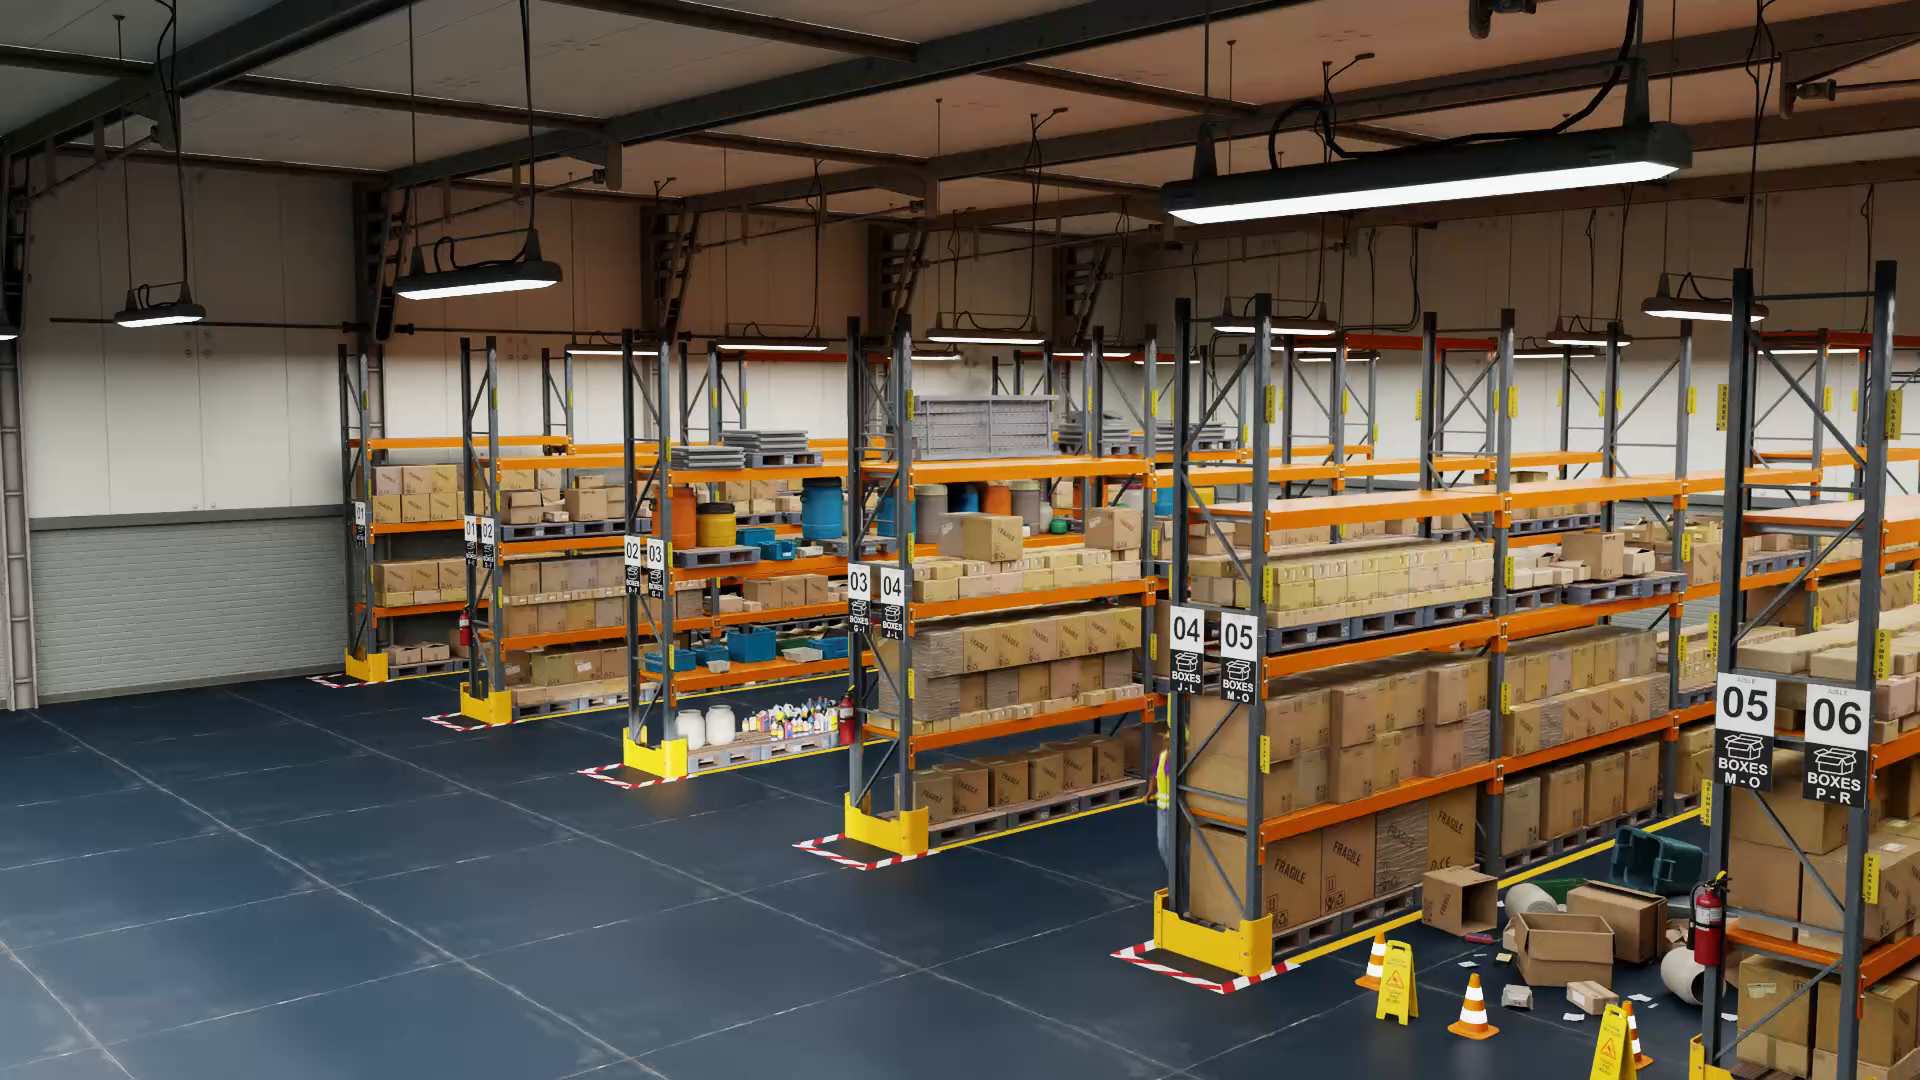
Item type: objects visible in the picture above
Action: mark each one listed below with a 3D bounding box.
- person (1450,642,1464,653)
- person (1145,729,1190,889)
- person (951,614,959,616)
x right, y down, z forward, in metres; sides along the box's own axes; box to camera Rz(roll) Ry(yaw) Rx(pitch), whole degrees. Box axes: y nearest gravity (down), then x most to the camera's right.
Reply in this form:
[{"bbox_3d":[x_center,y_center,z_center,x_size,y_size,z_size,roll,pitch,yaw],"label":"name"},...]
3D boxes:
[{"bbox_3d":[7.037,2.210,23.586,0.956,1.684,0.566,-5,7,-43],"label":"person"},{"bbox_3d":[2.220,2.768,17.140,0.575,1.728,0.706,-5,7,-43],"label":"person"},{"bbox_3d":[0.015,1.500,28.462,0.695,1.836,0.636,-4,7,-41],"label":"person"}]
